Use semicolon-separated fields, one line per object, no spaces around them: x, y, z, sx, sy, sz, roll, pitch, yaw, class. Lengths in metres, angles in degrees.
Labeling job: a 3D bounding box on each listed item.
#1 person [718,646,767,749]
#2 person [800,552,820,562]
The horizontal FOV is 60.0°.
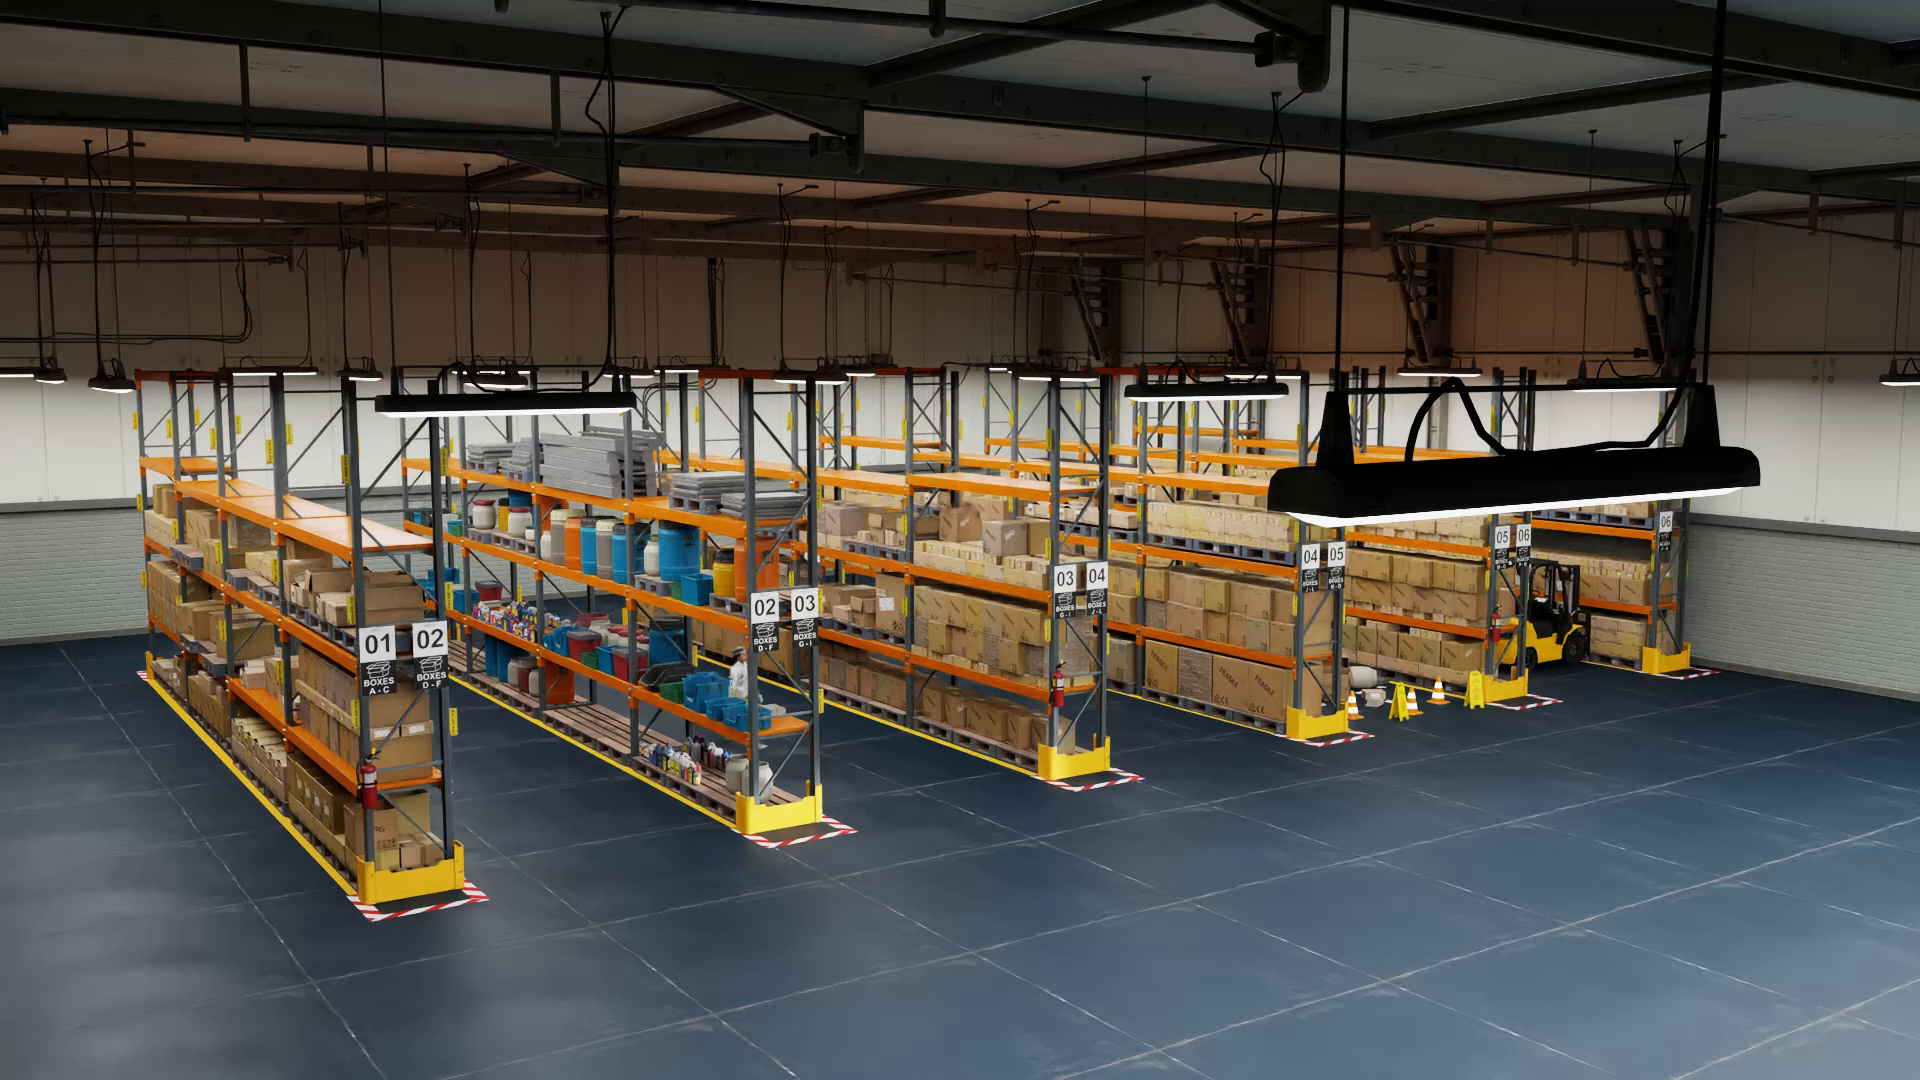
-3.501;2.489;26.699;1.081;1.622;0.537;4;7;29;person
-3.833;0.599;42.981;0.574;1.751;0.725;2;7;15;person
